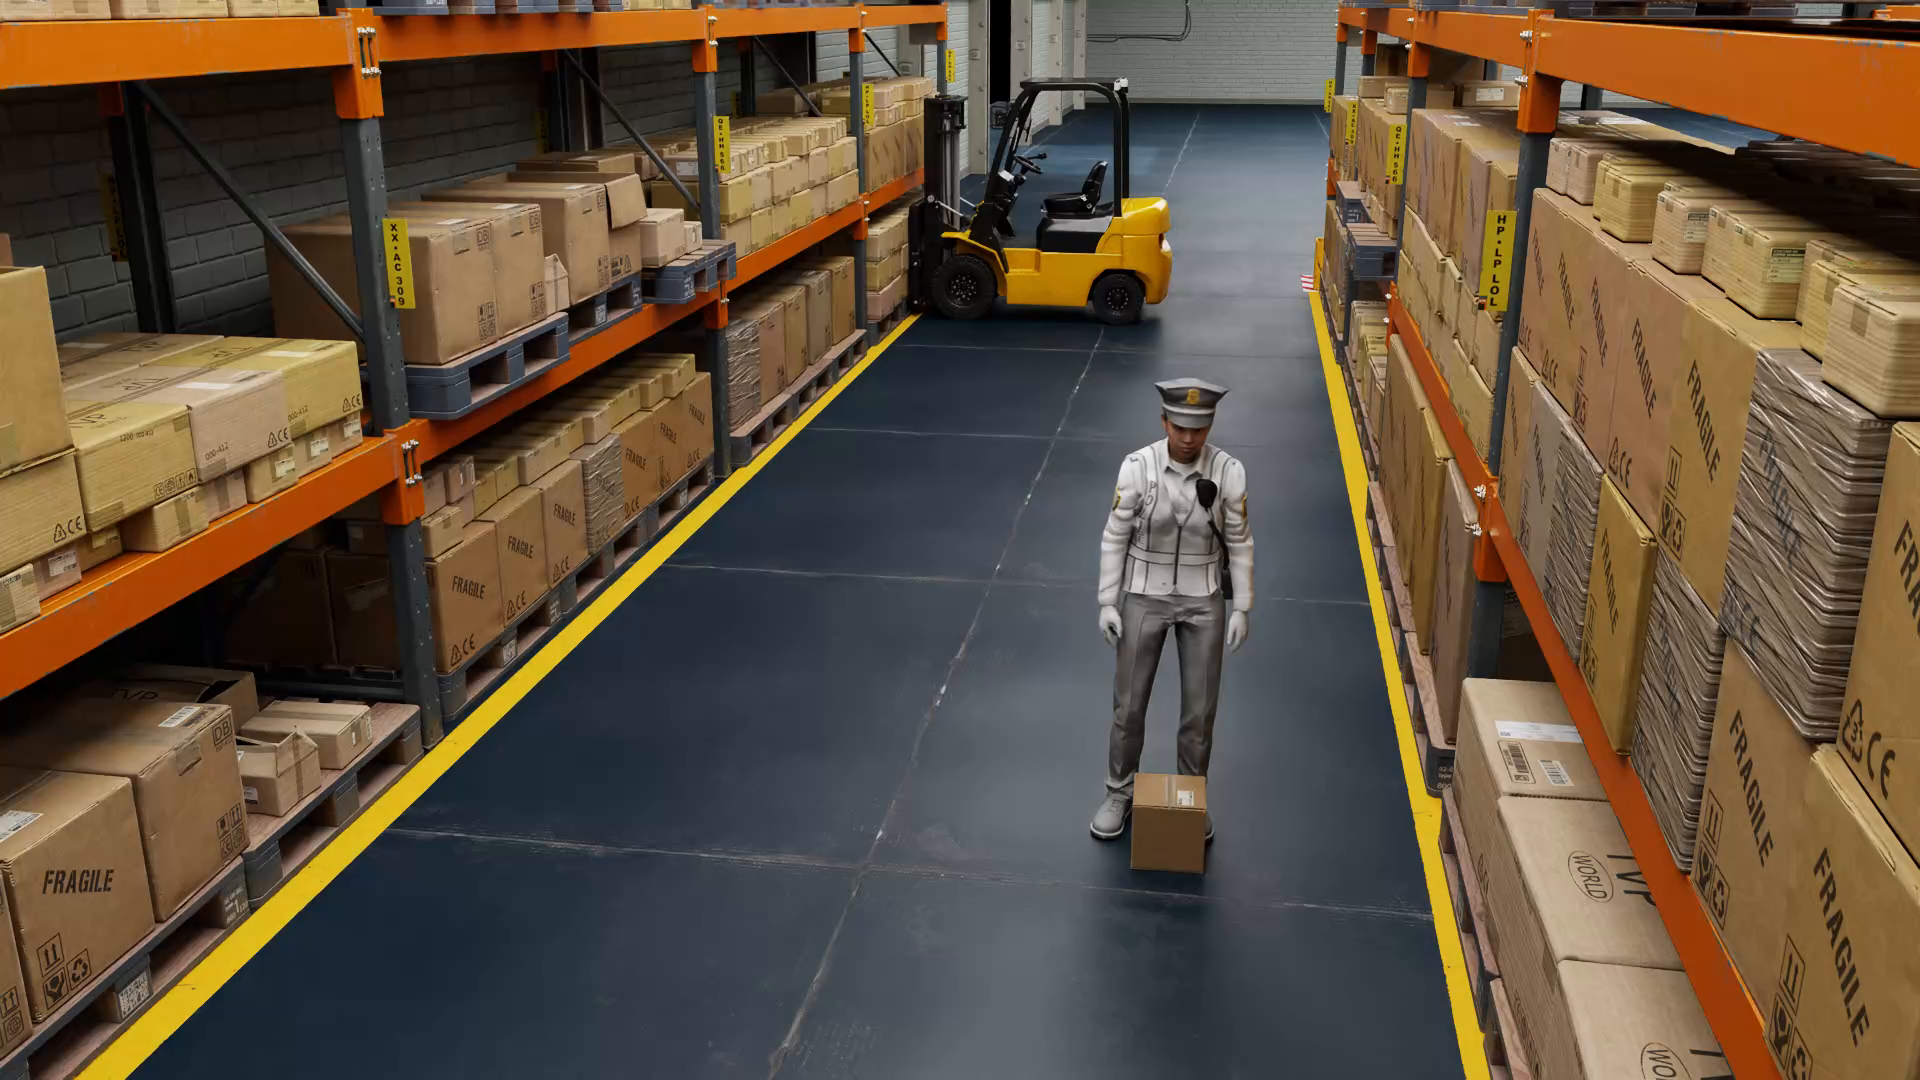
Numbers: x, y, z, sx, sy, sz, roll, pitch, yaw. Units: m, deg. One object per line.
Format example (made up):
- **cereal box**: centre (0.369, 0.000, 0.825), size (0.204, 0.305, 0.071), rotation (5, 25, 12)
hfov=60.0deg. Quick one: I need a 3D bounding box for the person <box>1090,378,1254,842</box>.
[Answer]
- **person**: centre (0.750, 0.241, 5.806), size (0.543, 1.664, 0.374), rotation (2, 18, 6)
